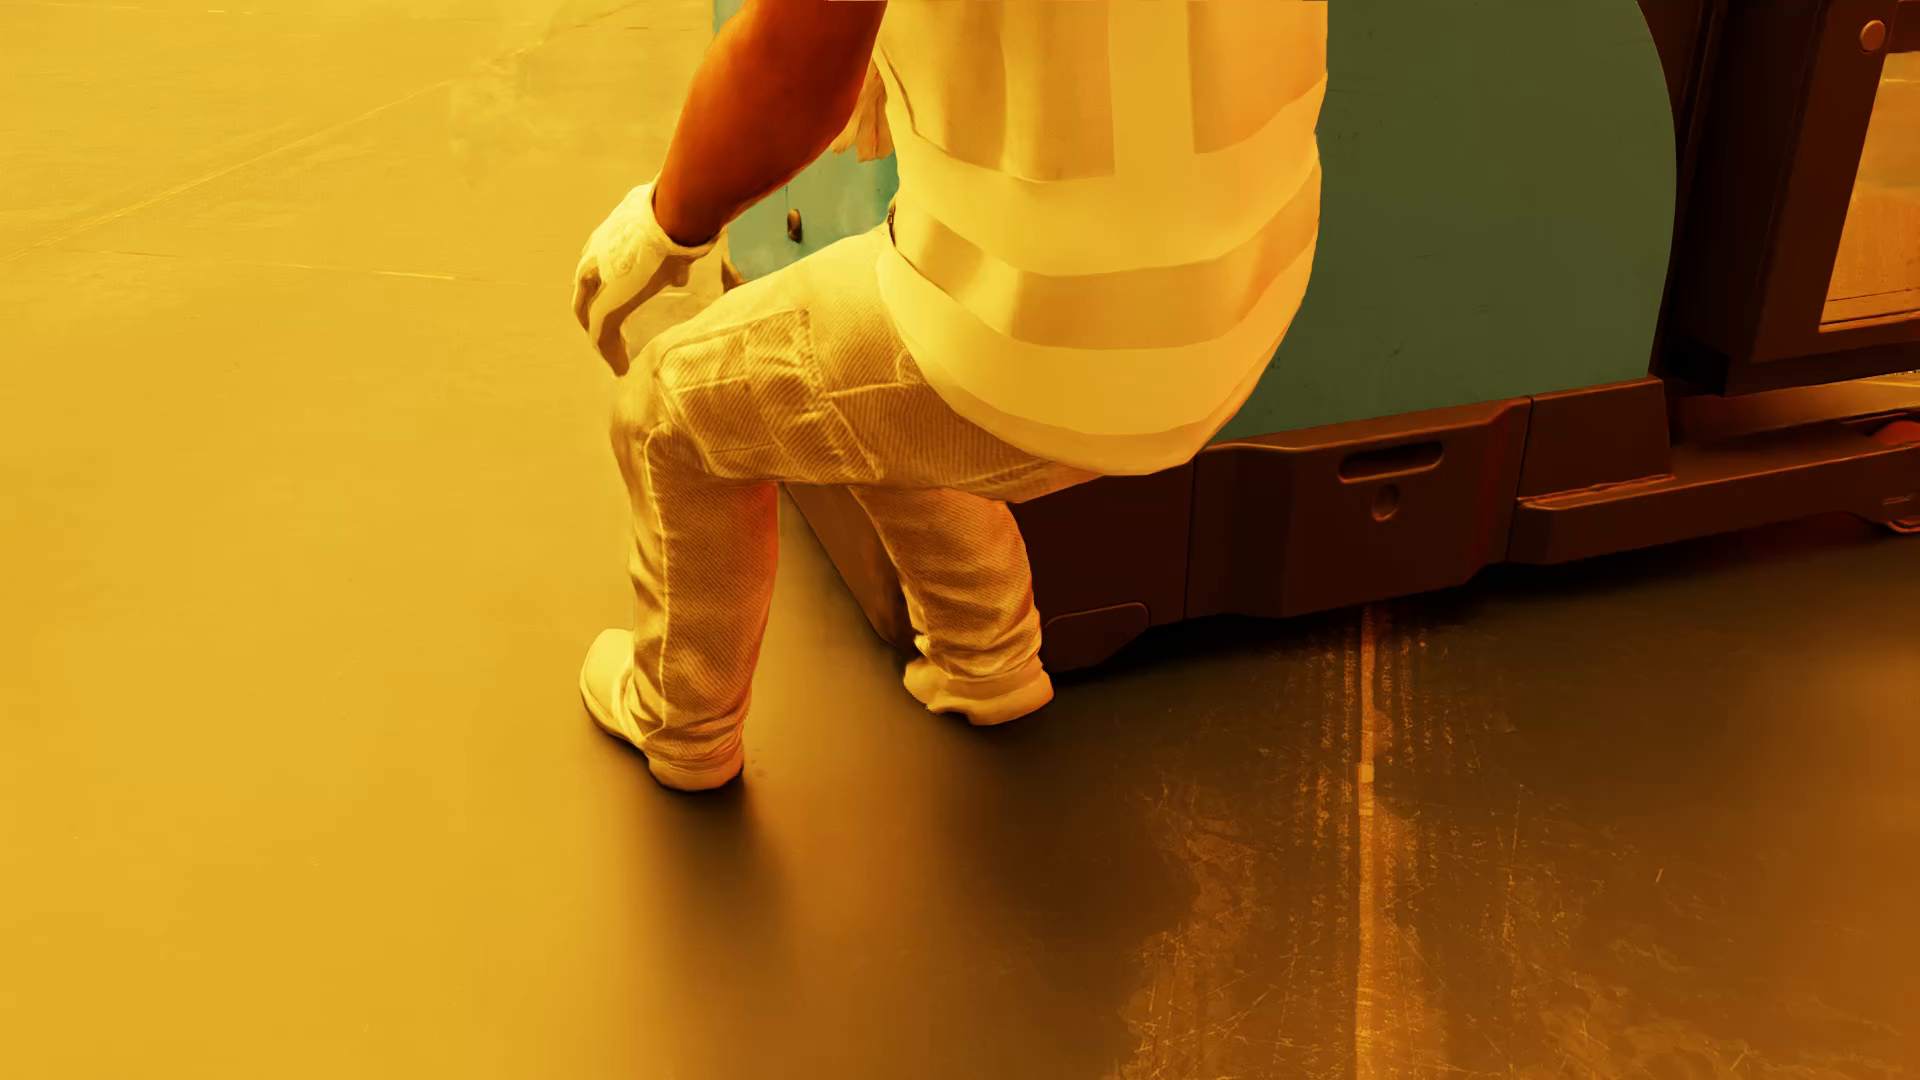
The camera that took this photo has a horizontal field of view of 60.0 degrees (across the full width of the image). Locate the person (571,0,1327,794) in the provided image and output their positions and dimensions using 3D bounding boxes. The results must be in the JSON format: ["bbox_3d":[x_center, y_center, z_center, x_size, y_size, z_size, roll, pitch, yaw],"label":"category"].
[{"bbox_3d":[-0.128,-0.330,1.529,0.897,1.569,0.805,14,30,26],"label":"person"}]

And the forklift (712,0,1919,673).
[{"bbox_3d":[1.181,-1.534,2.286,3.031,2.935,1.130,-9,28,-17],"label":"forklift"}]
